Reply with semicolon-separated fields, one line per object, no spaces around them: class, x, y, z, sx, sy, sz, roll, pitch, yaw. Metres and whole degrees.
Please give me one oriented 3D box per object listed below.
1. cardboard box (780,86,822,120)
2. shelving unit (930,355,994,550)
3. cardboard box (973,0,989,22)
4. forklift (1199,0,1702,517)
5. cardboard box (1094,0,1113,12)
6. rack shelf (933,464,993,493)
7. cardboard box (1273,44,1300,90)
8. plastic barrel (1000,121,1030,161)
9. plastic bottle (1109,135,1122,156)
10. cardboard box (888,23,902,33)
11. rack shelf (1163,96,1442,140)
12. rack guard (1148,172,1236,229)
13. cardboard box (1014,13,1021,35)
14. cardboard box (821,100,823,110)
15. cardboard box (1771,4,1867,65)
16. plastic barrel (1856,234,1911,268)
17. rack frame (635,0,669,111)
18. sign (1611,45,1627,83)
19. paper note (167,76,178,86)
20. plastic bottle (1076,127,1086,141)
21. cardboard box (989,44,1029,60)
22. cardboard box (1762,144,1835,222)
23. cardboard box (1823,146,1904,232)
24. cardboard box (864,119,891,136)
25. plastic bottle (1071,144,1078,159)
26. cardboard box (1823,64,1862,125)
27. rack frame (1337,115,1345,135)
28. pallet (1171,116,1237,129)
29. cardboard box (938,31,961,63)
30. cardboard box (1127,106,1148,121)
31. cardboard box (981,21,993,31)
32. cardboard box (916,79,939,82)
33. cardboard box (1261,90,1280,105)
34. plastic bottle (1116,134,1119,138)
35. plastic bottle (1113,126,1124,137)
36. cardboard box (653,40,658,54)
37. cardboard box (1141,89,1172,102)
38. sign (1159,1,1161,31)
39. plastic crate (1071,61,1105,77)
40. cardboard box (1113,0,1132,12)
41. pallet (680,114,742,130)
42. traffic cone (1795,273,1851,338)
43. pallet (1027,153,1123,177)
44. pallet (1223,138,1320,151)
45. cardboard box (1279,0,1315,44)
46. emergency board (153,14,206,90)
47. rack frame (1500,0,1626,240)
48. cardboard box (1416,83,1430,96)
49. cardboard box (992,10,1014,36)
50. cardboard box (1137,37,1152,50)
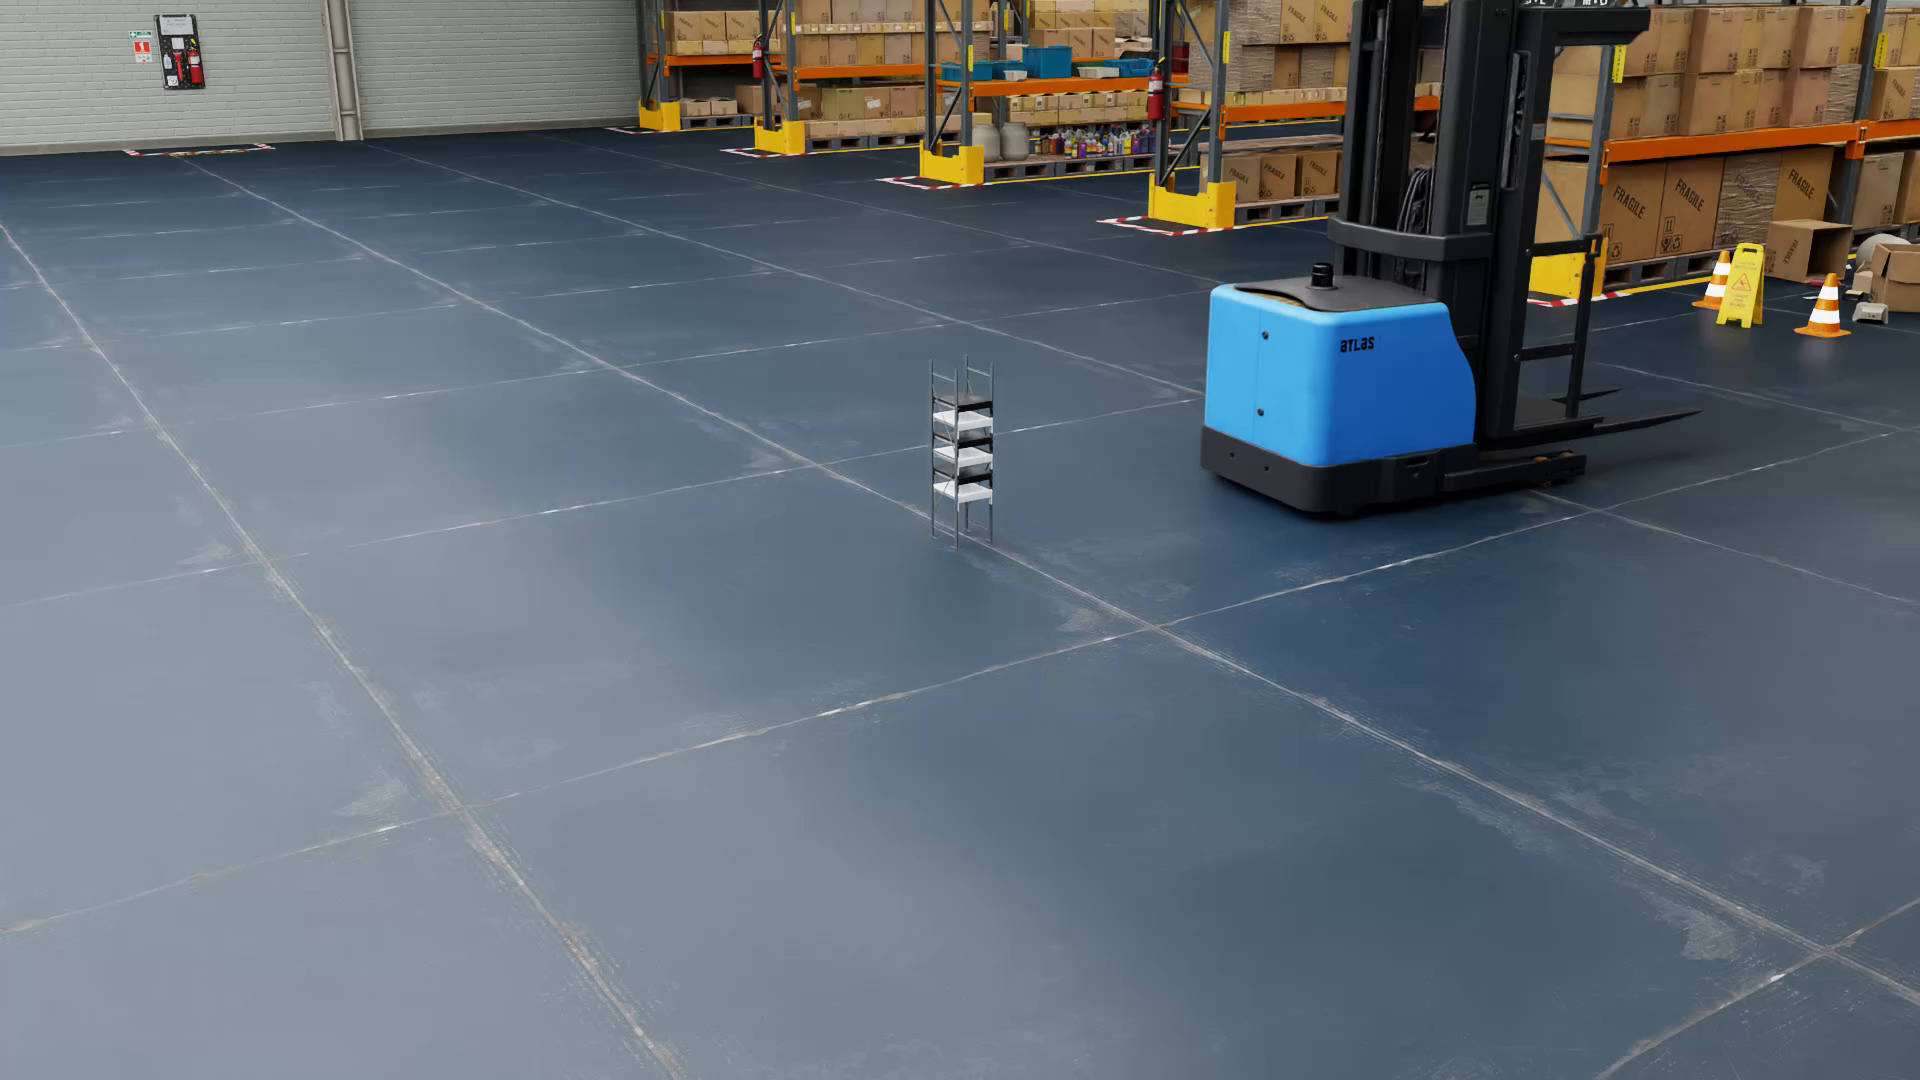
cardboard box;-2.595;-7.116;27.078;0.500;0.500;0.500;-12;22;-31
shelving unit;0.007;-0.428;8.105;0.210;0.900;0.258;-12;22;-31
cardboard box;0.094;-8.977;27.934;0.500;0.500;0.700;-12;22;-31
forklift;2.883;-1.818;9.047;3.031;2.935;1.130;-9;21;-25
cardboard box;2.882;-11.264;35.056;0.500;0.250;0.500;-12;22;-33
rack shelf;0.007;-0.311;8.144;0.200;0.077;0.258;-12;22;-31
cardboard box;3.392;-5.438;19.027;0.500;0.500;0.875;-12;22;-31
plastic barrel;0.768;-5.610;23.385;0.421;0.512;0.421;0;19;0
plastic bottle;2.235;-5.679;23.925;0.135;0.276;0.152;-11;22;-30
cardboard box;-1.149;-8.327;27.024;0.250;0.149;0.380;-12;22;-31
rack shelf;4.236;-5.052;19.627;4.000;0.370;1.077;-12;22;-31
rack guard;2.629;-3.870;18.910;0.348;0.500;1.175;-12;22;-31
cardboard box;1.324;-10.776;34.783;0.500;0.500;0.500;-12;22;-31
cardboard box;-2.696;-8.484;32.392;0.250;0.166;0.380;-16;24;-38
cardboard box;8.223;-4.927;16.215;0.550;0.550;0.875;-12;22;-31
plastic barrel;8.446;-2.570;15.185;0.421;0.421;0.512;2;19;6
rack frame;-5.607;-9.015;30.227;0.127;3.000;1.000;-12;22;-31
sign;5.510;-3.994;13.900;0.005;0.325;0.100;-12;22;-31
paper note;-12.780;-7.458;26.996;0.142;0.148;0.016;-12;22;-31
plastic bottle;1.768;-5.884;24.415;0.185;0.351;0.144;-12;22;-32
cardboard box;0.849;-8.423;28.709;0.500;0.250;0.500;-10;21;-28
cardboard box;7.986;-3.501;16.578;0.875;0.875;0.875;-12;22;-31
cardboard box;9.019;-3.667;17.265;0.750;0.750;1.050;-12;22;-32
cardboard box;-1.476;-6.799;27.310;0.500;0.250;0.500;-12;22;-31
plastic bottle;1.614;-5.502;23.519;0.097;0.201;0.097;0;19;0
cardboard box;8.249;-4.403;16.352;0.550;0.550;0.875;-12;22;-31
rack frame;6.523;-7.774;26.557;0.127;3.000;1.000;-12;22;-31
pallet;4.447;-7.900;31.284;1.213;0.211;1.003;-12;22;-31
cardboard box;-0.343;-8.268;27.862;0.500;0.500;0.700;-12;22;-32
cardboard box;3.068;-7.747;30.113;0.500;0.250;0.500;-12;22;-32
cardboard box;0.352;-8.645;27.963;0.250;0.149;0.380;-12;22;-31
cardboard box;-0.808;-9.061;33.581;0.500;0.500;0.700;-12;22;-31
cardboard box;3.372;-4.987;18.704;0.250;0.149;0.380;-12;22;-31
plastic bottle;2.295;-5.733;24.073;0.133;0.283;0.061;-12;22;-31
plastic bottle;2.360;-5.953;24.620;0.185;0.351;0.144;-12;22;-31
cardboard box;-5.323;-9.088;30.645;0.500;0.250;0.500;-12;22;-31
cardboard box;3.500;-8.104;30.293;0.500;0.311;0.500;-11;22;-30
sign;2.278;-5.891;18.684;0.005;0.325;0.100;-12;22;-31
plastic crate;1.894;-6.806;24.023;0.662;0.188;0.450;-12;22;-31
cardboard box;3.308;-11.354;35.322;0.500;0.250;0.500;-11;22;-30
pallet;-4.845;-7.841;31.109;1.213;0.211;1.003;-12;22;-31
traffic cone;6.772;-1.846;12.981;0.334;0.463;0.336;-12;22;-31
pallet;1.579;-5.425;23.963;1.213;0.211;1.003;-12;22;-31
pallet;4.837;-6.114;25.999;1.213;0.211;1.003;-12;22;-31
cardboard box;3.597;-5.812;18.572;0.500;0.500;0.500;-12;22;-31
emergency board;-12.594;-7.888;26.893;0.643;1.169;0.194;-12;22;-31
rack frame;5.210;-3.696;14.493;0.127;3.000;1.000;-12;22;-31
cardboard box;5.433;-5.440;20.044;0.250;0.149;0.380;-12;22;-31
cardboard box;0.688;-10.594;34.056;0.500;0.500;0.700;-15;24;-38
cardboard box;3.474;-9.005;30.337;0.500;0.311;0.500;-10;21;-28
